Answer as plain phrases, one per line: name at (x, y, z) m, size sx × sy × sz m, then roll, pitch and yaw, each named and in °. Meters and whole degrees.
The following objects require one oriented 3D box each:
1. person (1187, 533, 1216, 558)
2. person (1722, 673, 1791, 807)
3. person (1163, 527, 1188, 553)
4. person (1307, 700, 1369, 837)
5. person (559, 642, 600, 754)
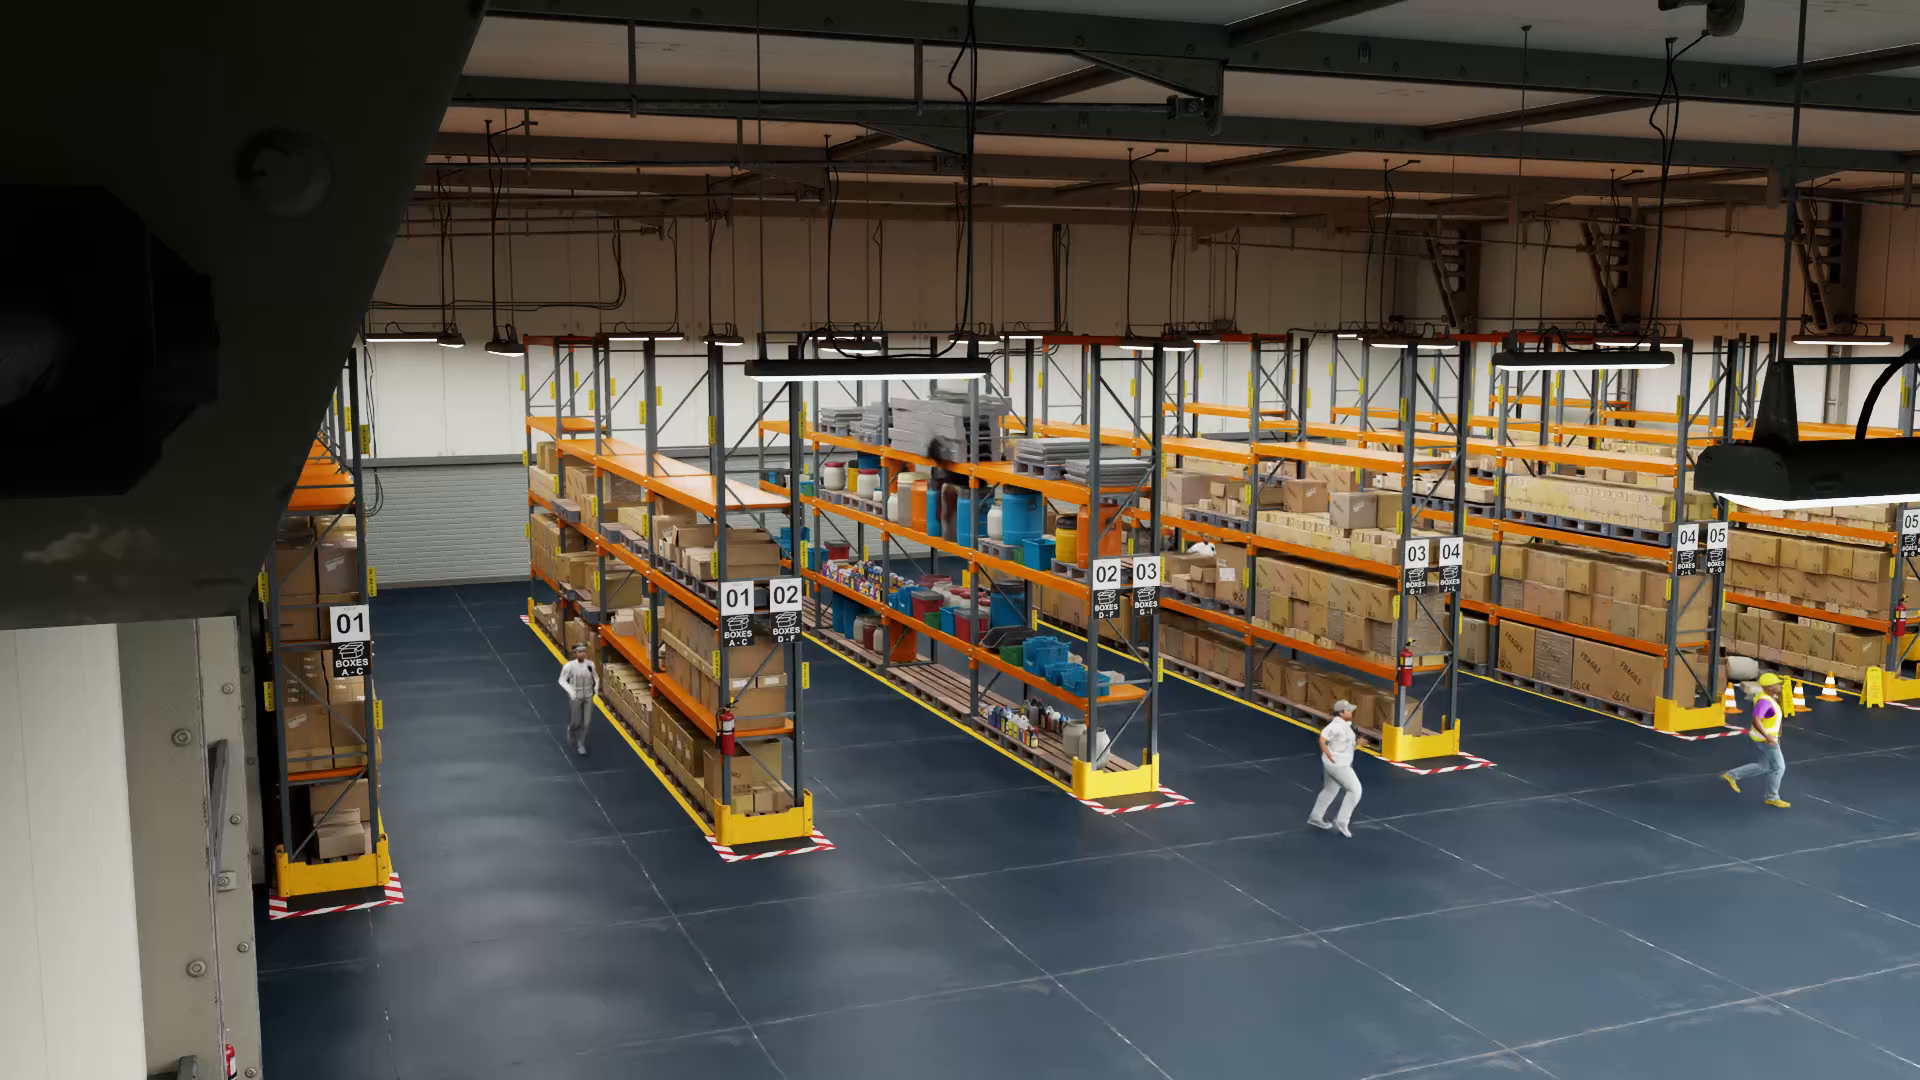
person at (5.276, 0.686, 35.817) m, size 0.646 × 1.818 × 0.888 m, roll -3°, pitch 8°, yaw -23°
person at (10.458, 2.596, 21.742) m, size 0.820 × 1.751 × 0.717 m, roll 2°, pitch 8°, yaw 17°
person at (4.809, 0.553, 37.087) m, size 0.660 × 1.731 × 0.868 m, roll -2°, pitch 8°, yaw -14°
person at (4.677, 2.811, 20.542) m, size 0.718 × 1.720 × 0.573 m, roll 1°, pitch 8°, yaw 10°
person at (-5.543, 2.289, 24.305) m, size 0.602 × 1.652 × 0.543 m, roll -4°, pitch 9°, yaw -29°
